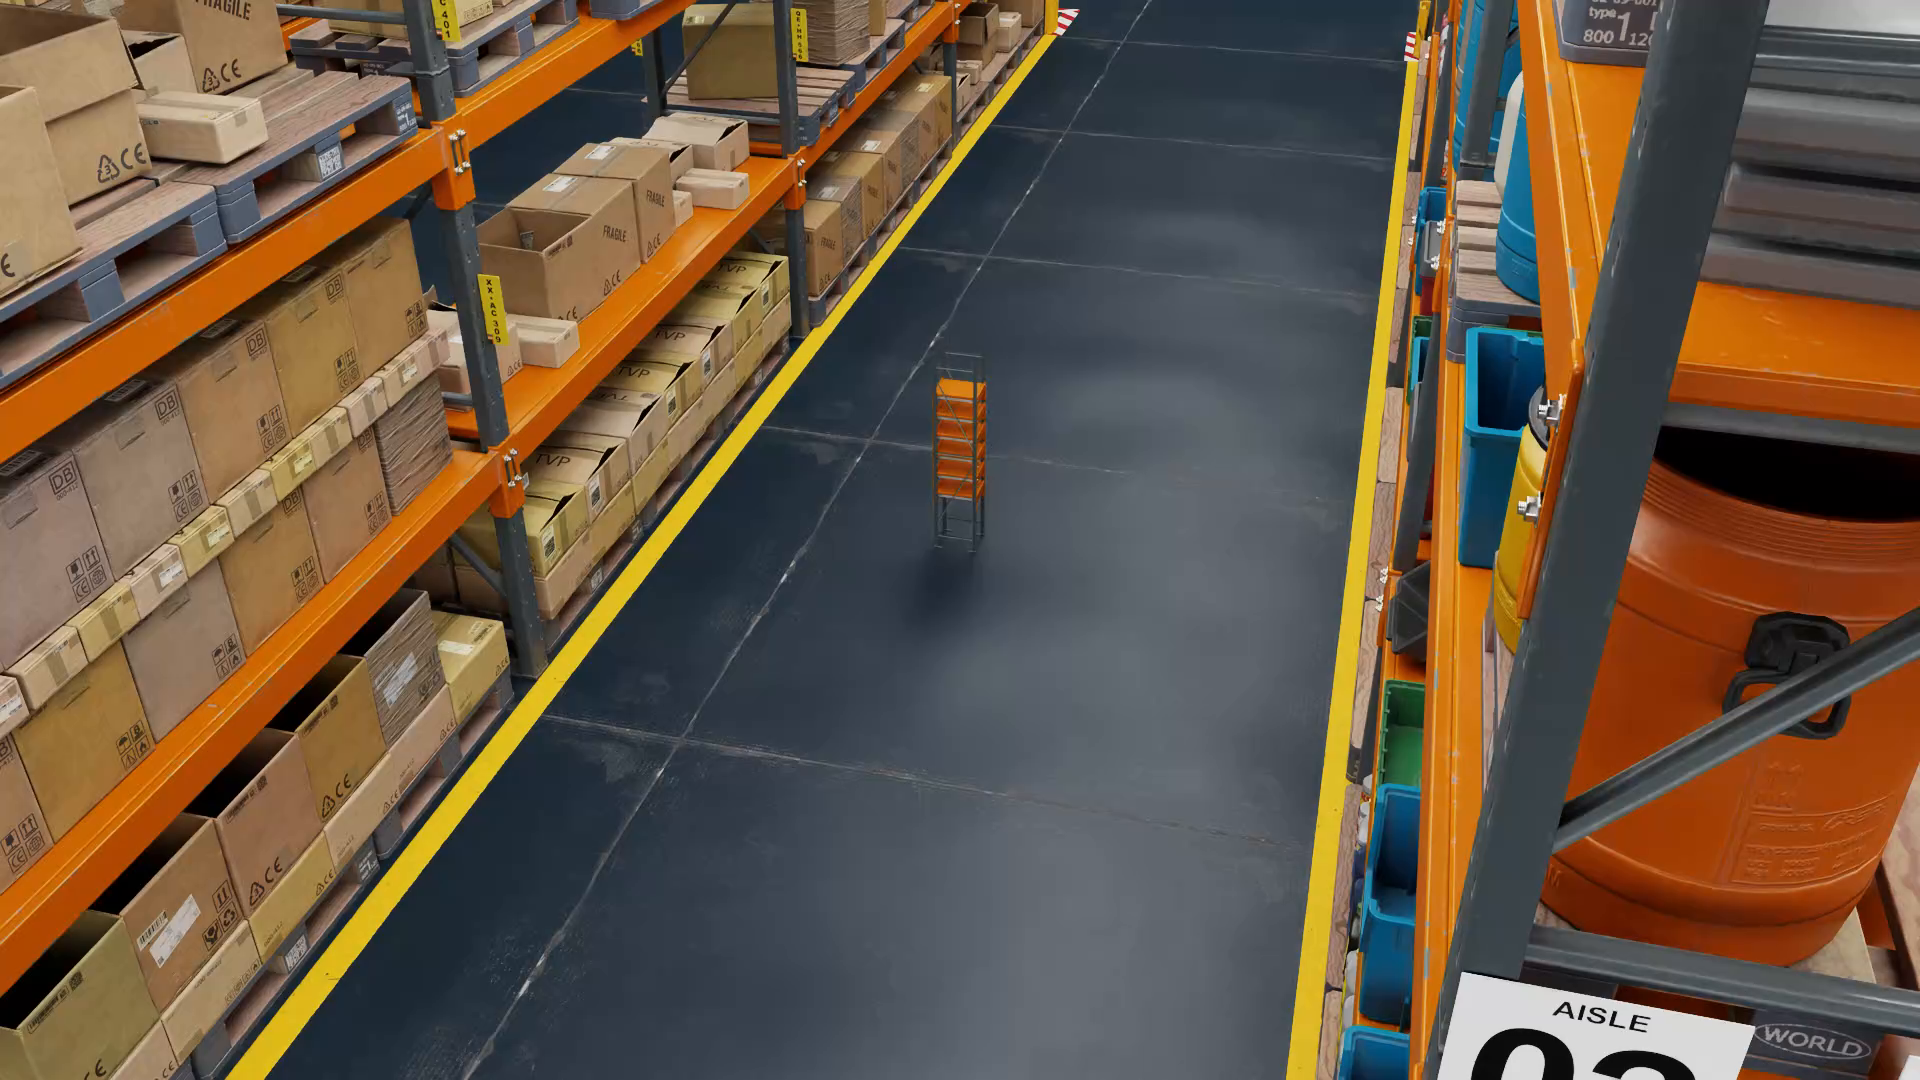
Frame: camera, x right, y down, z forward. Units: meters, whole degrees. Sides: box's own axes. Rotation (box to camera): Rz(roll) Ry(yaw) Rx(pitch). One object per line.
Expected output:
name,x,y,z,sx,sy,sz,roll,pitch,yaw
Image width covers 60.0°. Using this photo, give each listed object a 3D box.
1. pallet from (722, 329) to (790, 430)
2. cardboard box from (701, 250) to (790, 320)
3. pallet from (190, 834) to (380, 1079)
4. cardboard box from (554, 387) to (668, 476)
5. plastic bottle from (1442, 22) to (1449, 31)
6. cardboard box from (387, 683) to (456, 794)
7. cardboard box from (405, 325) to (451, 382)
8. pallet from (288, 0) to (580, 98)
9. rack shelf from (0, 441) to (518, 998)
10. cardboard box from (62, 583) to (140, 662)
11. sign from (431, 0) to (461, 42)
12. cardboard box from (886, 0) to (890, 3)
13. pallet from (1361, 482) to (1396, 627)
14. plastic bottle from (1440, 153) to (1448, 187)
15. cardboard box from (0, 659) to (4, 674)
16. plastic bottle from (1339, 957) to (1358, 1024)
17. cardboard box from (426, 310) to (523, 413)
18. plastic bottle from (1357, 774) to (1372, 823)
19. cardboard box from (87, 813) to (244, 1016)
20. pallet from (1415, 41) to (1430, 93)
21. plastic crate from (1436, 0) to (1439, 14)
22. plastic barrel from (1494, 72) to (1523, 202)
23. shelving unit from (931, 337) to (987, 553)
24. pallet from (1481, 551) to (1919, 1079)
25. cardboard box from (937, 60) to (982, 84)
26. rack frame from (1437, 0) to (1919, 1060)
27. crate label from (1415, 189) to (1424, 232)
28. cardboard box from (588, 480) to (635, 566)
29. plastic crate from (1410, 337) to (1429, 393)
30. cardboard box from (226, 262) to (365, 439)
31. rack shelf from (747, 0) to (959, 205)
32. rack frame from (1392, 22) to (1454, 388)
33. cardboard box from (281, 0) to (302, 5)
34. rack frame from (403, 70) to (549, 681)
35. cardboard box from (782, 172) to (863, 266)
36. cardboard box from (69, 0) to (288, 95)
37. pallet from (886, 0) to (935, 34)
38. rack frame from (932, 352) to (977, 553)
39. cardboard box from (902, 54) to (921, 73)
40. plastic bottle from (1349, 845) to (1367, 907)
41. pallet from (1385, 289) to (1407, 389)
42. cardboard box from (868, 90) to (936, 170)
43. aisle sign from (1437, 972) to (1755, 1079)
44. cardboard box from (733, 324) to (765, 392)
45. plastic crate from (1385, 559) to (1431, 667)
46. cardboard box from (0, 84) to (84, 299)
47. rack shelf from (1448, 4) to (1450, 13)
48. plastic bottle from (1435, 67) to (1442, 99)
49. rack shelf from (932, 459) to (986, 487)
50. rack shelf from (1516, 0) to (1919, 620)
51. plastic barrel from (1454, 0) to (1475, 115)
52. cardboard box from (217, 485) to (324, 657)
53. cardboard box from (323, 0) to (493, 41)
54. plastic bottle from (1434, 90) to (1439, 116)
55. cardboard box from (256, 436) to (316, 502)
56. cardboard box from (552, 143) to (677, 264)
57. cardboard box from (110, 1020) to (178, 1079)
pallet,-1.790,-1.148,10.929,1.003,0.211,1.213,8,33,12
cardboard box,-1.438,-1.695,10.839,0.500,0.311,0.500,9,34,14
pallet,-3.108,1.548,6.688,1.003,0.211,1.213,8,33,12
cardboard box,-1.950,-0.633,9.168,0.500,0.311,0.500,7,33,11
plastic bottle,3.687,-3.777,12.586,0.097,0.271,0.097,0,32,0
cardboard box,-2.601,0.841,7.373,0.500,0.250,0.500,8,33,12
cardboard box,-2.420,-0.817,7.110,0.380,0.149,0.250,8,33,12
pallet,-2.347,-2.315,7.549,0.805,0.209,1.217,7,33,10
rack shelf,-3.066,0.671,6.140,1.077,0.370,4.000,8,33,12
cardboard box,-2.940,0.246,5.439,0.380,0.149,0.250,8,33,12
sign,-2.021,-2.114,6.497,0.100,0.325,0.005,8,33,12
cardboard box,-0.978,-4.461,13.056,0.700,0.500,0.500,13,35,20
pallet,2.702,0.134,8.912,1.003,0.211,1.213,8,33,12
plastic bottle,2.984,-2.312,10.346,0.097,0.201,0.097,0,32,0
cardboard box,-3.301,0.274,4.791,0.700,0.500,0.500,7,33,11
plastic bottle,1.470,1.619,6.037,0.144,0.351,0.185,8,33,12
cardboard box,-2.475,-0.869,8.031,0.500,0.250,0.500,10,34,15
plastic bottle,1.727,1.077,6.963,0.097,0.271,0.097,0,32,0
cardboard box,-2.982,1.303,5.947,0.500,0.500,0.500,8,33,12
pallet,5.031,-4.622,16.394,1.003,0.211,1.213,8,33,12
plastic crate,4.051,-4.453,13.488,0.392,0.384,0.575,8,33,12
plastic barrel,1.933,-1.288,5.258,0.421,0.512,0.421,0,32,0
shelving unit,-0.004,-0.499,8.986,0.258,1.200,0.189,8,33,12
pallet,1.522,0.479,3.150,1.003,0.211,1.213,8,33,12
cardboard box,-0.002,-4.451,15.756,0.380,0.166,0.250,8,33,12
rack frame,1.217,-0.451,1.641,1.000,3.000,0.127,8,33,12
crate label,2.778,-1.832,9.562,0.303,0.233,0.416,8,33,12
cardboard box,-2.085,-0.128,8.897,0.500,0.250,0.500,9,33,14
plastic crate,2.211,-0.603,7.487,0.392,0.384,0.575,8,33,12
cardboard box,-2.792,-0.767,6.428,0.700,0.500,0.500,8,33,12
rack shelf,-1.035,-3.481,12.670,1.077,0.370,4.000,8,33,12
rack frame,3.247,-2.070,9.780,1.000,3.000,0.127,8,33,12
cardboard box,-5.571,-4.612,13.389,0.500,0.500,0.500,9,34,14
rack frame,-2.558,-0.671,7.579,1.000,3.000,0.127,8,33,12
cardboard box,-1.024,-2.347,12.136,0.500,0.500,0.500,7,33,11
cardboard box,-2.941,-1.990,6.243,0.500,0.500,0.500,11,34,16
pallet,-0.836,-4.341,13.532,1.003,0.211,1.213,8,33,12
rack frame,-0.027,-0.451,8.911,0.240,1.200,0.006,8,33,12
cardboard box,-0.658,-4.287,15.188,0.500,0.500,0.500,8,33,12
plastic bottle,1.626,1.300,6.538,0.144,0.351,0.185,9,34,14
pallet,3.407,-1.308,11.181,1.003,0.211,1.213,8,33,12
cardboard box,-0.509,-3.403,13.796,0.500,0.500,0.500,8,33,13
aisle sign,0.912,0.981,2.558,0.394,0.787,0.004,8,33,12
cardboard box,-1.568,-1.189,10.566,0.500,0.250,0.500,8,33,12
plastic crate,1.976,0.286,6.132,0.767,0.338,0.504,8,33,12
cardboard box,-2.887,-0.964,4.629,0.500,0.500,0.500,8,33,12
rack shelf,3.755,-4.070,10.801,1.077,0.370,4.000,8,33,12
plastic bottle,3.427,-3.246,11.750,0.097,0.271,0.097,0,32,0
rack shelf,-0.004,-0.360,9.074,0.258,0.103,0.180,8,33,12
rack shelf,1.725,-1.016,3.574,1.077,0.370,4.000,8,33,12
plastic barrel,2.317,-2.105,6.572,0.600,0.901,0.600,0,32,0
cardboard box,-2.923,0.052,6.348,0.700,0.500,0.500,9,33,13
cardboard box,-2.392,-2.369,7.203,0.500,0.250,0.500,11,34,17
plastic bottle,3.308,-2.987,11.269,0.144,0.351,0.185,8,33,12
cardboard box,-2.680,-0.289,6.280,0.380,0.149,0.250,8,33,12
cardboard box,-1.953,-1.916,9.444,0.500,0.500,0.500,6,33,10
cardboard box,-3.099,1.880,5.738,0.500,0.250,0.500,8,33,12
